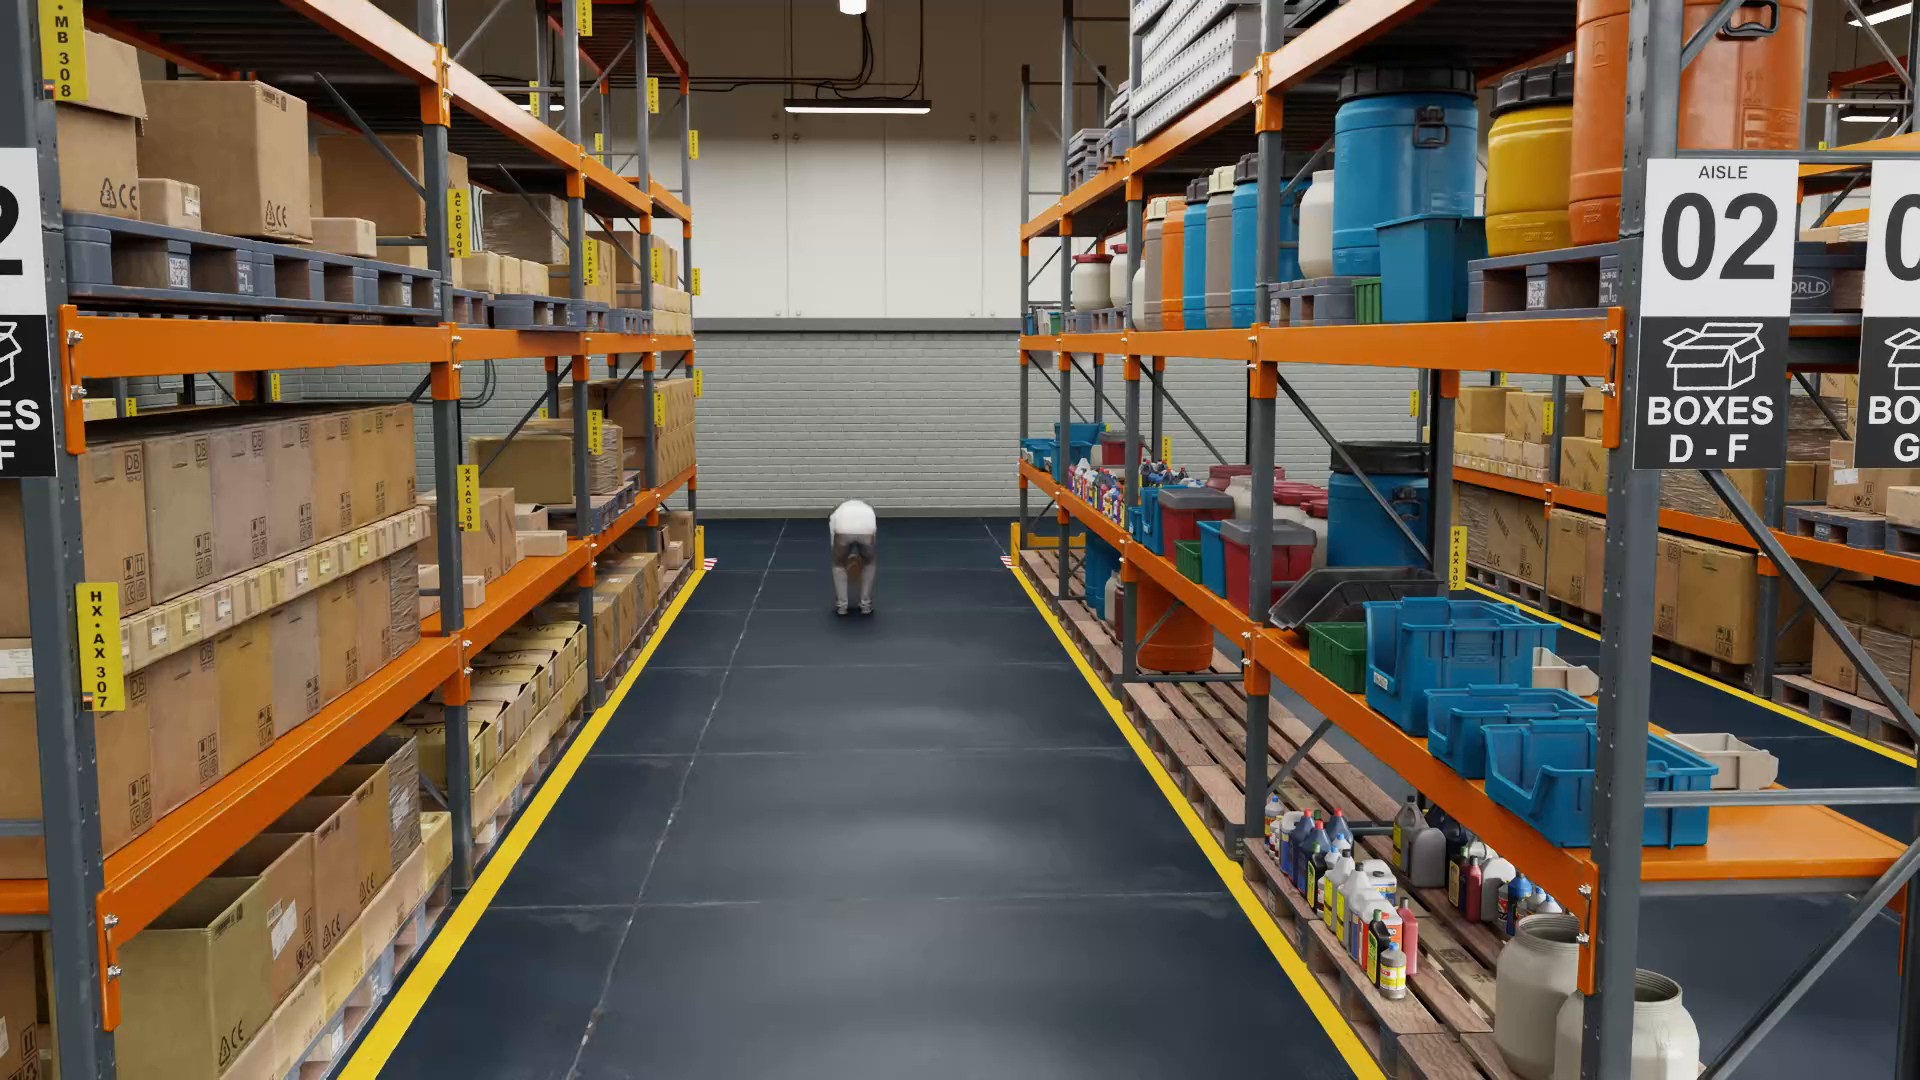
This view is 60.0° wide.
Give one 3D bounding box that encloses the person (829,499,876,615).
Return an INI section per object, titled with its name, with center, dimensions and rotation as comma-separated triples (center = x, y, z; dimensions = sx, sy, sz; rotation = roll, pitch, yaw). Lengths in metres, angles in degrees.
[person]
center = -1.097, 0.157, 17.038
dimensions = 0.476, 1.118, 0.979
rotation = -1, 7, -6
